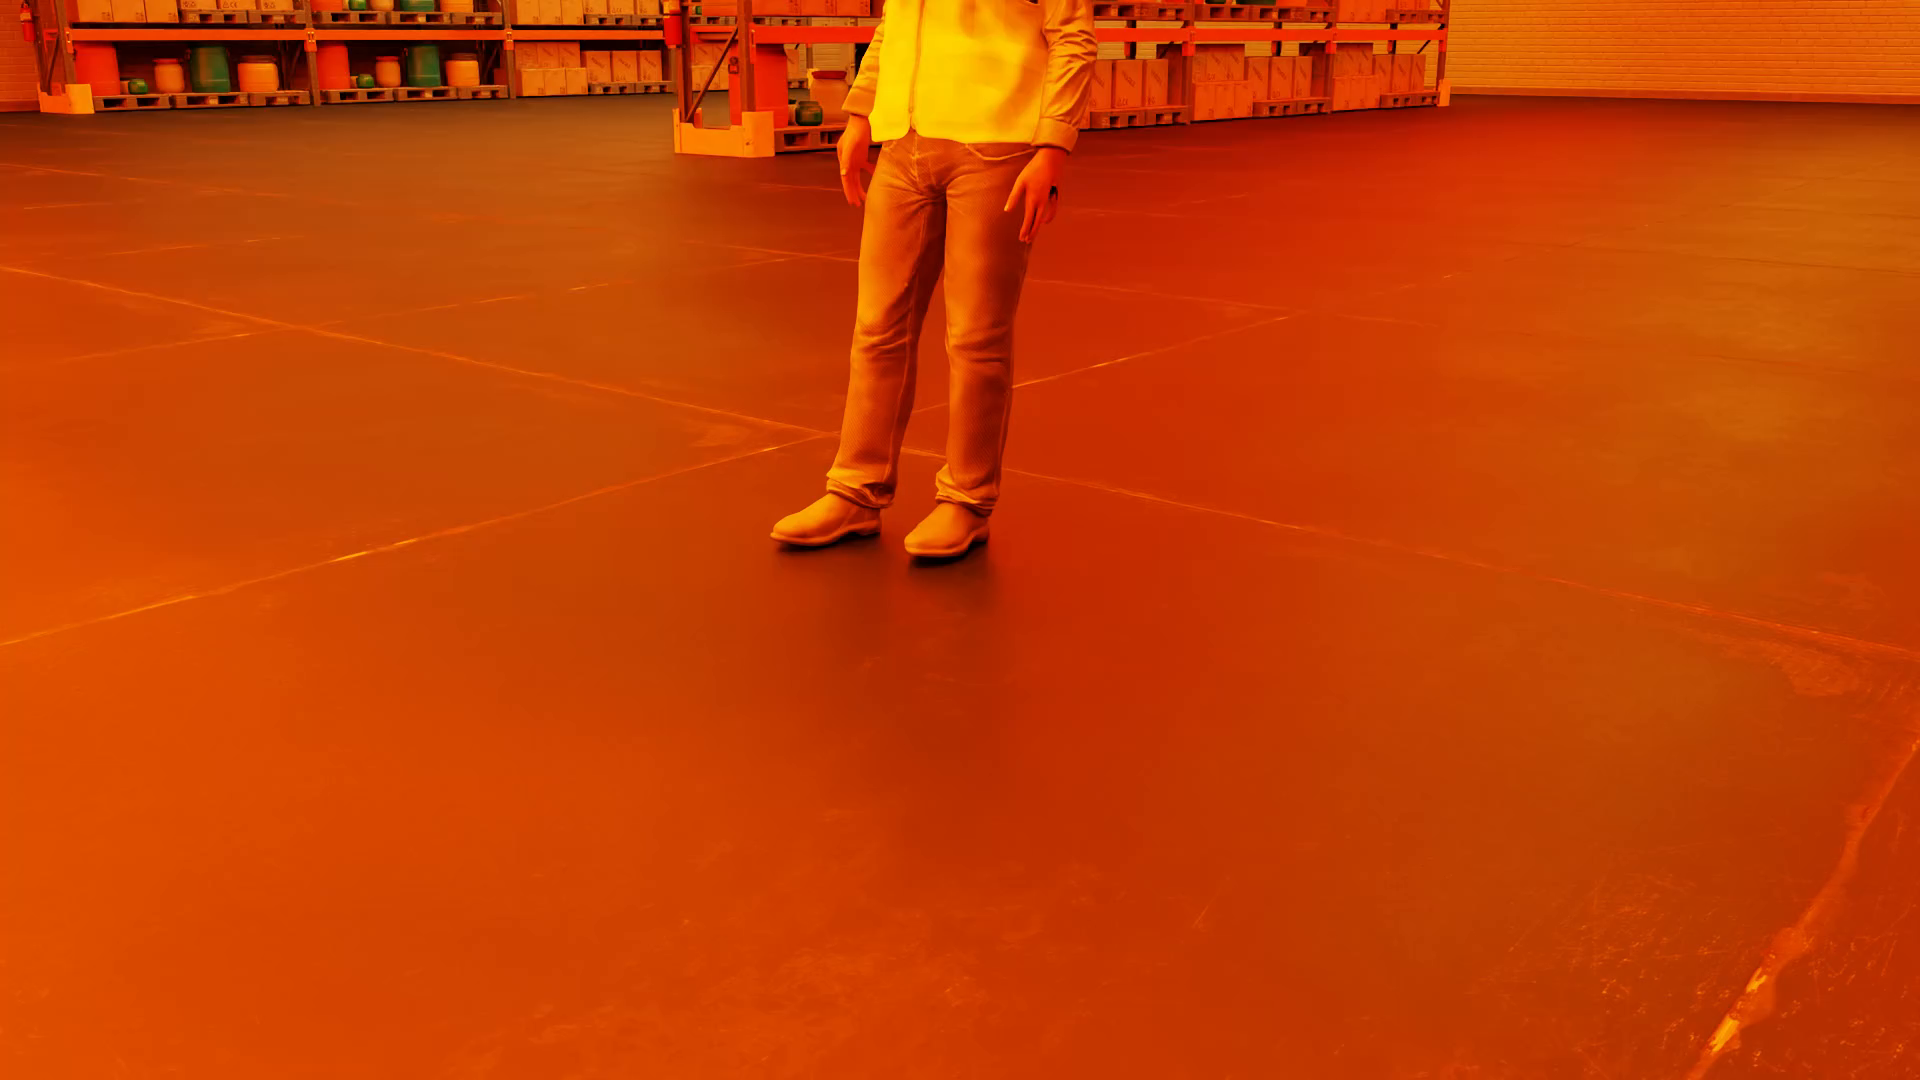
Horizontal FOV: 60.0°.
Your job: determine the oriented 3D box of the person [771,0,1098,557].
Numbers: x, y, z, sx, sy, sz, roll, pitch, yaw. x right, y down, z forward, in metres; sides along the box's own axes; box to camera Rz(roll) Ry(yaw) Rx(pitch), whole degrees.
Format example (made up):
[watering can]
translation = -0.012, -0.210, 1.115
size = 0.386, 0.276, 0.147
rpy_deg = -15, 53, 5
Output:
[person]
translation = -0.046, -0.844, 3.642
size = 0.632, 1.773, 0.568
rpy_deg = 13, 21, 37
